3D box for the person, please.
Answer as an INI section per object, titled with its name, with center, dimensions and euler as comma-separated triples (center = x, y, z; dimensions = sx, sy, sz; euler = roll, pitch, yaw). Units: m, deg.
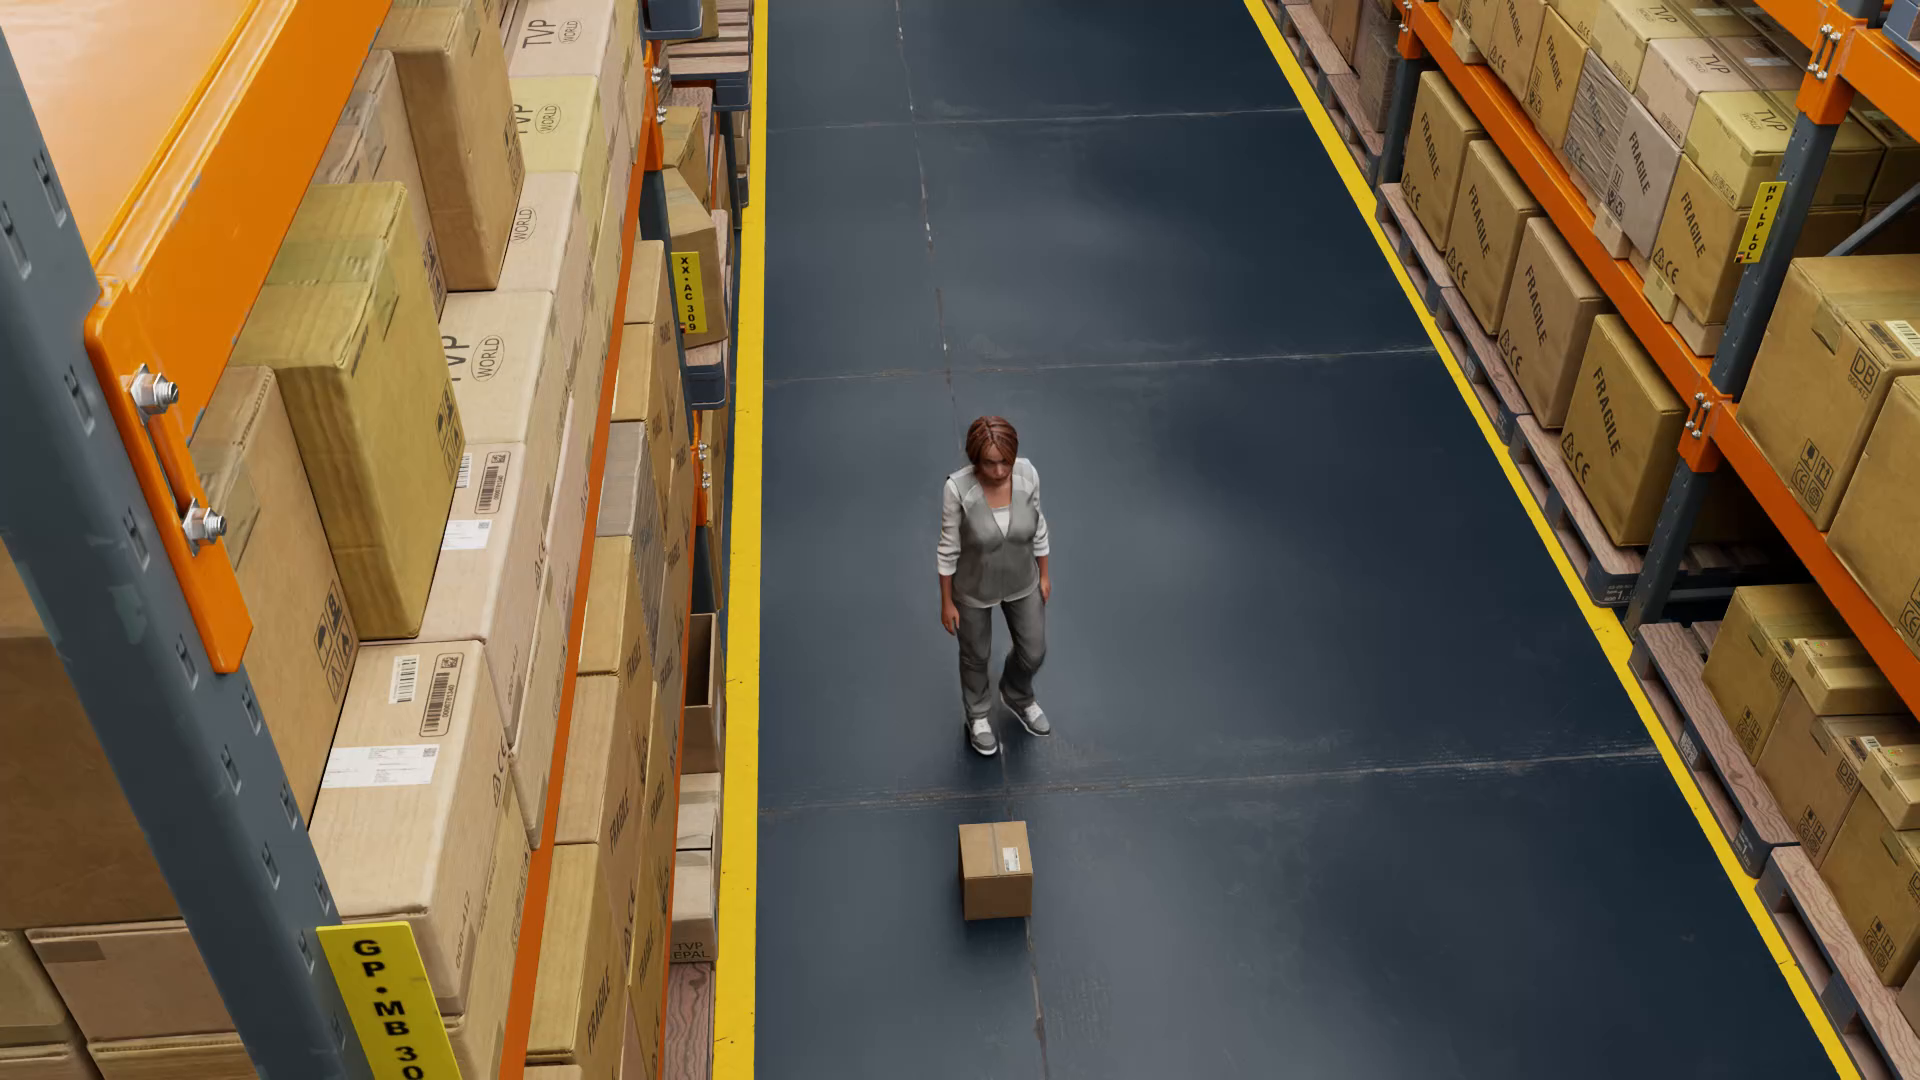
[person]
center = 0.137, 0.186, 6.359
dimensions = 0.474, 1.626, 0.322
euler = -11, 41, -13
